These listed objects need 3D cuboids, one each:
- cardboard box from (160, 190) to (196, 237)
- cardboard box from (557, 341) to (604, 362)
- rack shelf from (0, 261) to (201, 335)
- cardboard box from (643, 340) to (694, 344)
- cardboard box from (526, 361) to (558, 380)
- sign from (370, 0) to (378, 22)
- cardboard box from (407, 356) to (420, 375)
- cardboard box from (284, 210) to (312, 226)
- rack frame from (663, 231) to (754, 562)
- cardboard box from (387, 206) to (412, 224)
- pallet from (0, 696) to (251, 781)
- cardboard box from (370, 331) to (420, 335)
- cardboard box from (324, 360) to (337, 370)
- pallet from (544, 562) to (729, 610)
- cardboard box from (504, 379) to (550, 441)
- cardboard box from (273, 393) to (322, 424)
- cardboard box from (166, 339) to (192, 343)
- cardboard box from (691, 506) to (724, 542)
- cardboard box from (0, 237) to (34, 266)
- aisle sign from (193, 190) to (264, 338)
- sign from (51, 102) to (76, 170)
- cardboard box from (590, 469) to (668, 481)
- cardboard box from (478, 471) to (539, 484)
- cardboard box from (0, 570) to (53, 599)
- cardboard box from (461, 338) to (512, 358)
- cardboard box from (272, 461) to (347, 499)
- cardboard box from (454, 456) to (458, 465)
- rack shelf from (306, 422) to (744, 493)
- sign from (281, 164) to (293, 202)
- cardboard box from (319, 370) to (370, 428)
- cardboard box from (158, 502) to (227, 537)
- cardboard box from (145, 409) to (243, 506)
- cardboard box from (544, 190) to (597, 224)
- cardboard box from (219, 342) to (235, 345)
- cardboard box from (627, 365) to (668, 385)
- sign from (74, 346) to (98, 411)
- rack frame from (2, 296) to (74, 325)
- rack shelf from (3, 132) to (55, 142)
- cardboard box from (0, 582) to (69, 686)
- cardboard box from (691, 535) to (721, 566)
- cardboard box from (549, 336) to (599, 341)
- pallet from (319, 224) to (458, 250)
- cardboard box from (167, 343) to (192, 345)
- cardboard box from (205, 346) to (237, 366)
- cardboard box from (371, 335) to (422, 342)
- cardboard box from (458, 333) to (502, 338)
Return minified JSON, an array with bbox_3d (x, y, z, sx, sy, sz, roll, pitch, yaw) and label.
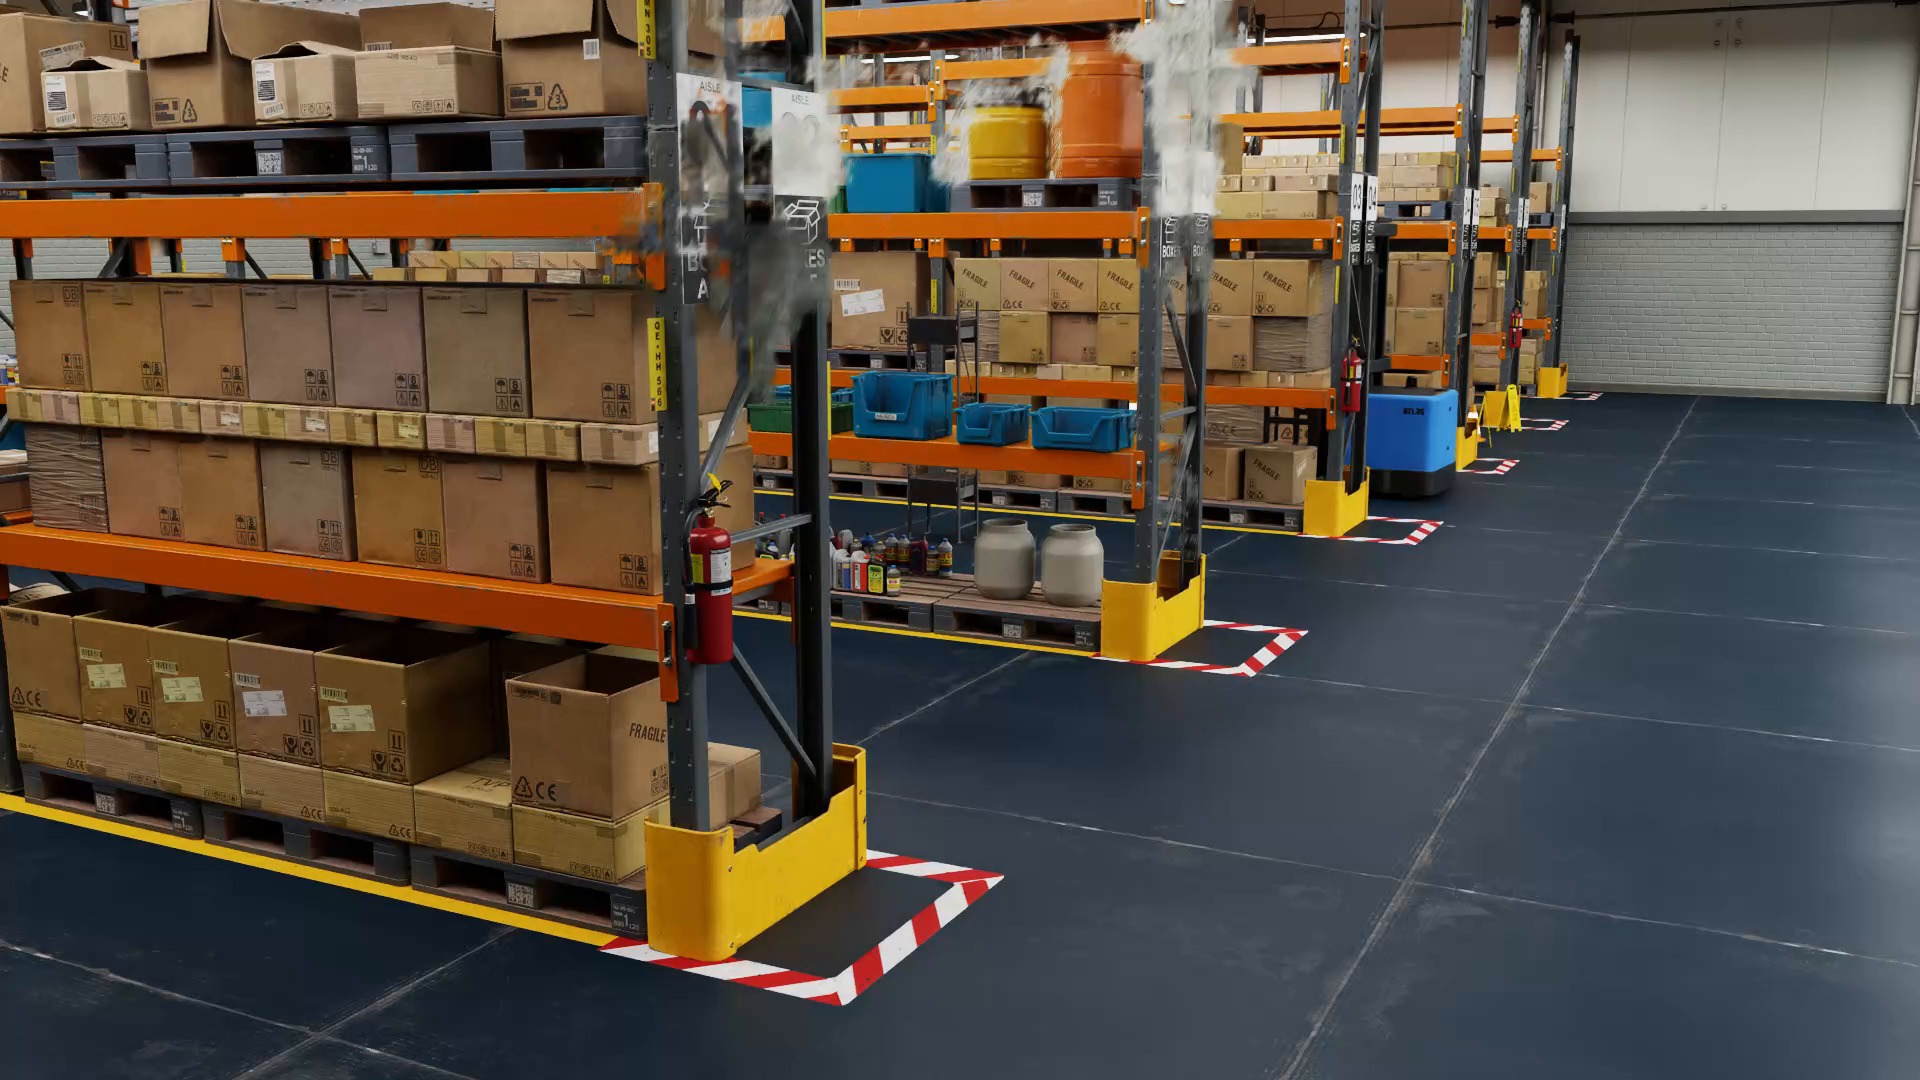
[{"bbox_3d":[7.626,-4.814,24.121,0.500,0.250,0.500,5,11,25],"label":"cardboard box"},{"bbox_3d":[9.065,-4.547,28.550,0.250,0.149,0.380,5,11,26],"label":"cardboard box"},{"bbox_3d":[6.165,-4.462,24.615,4.000,0.370,1.077,5,11,26],"label":"rack shelf"},{"bbox_3d":[9.734,-4.582,28.742,0.250,0.149,0.380,5,12,28],"label":"cardboard box"},{"bbox_3d":[8.791,-4.407,28.611,0.250,0.149,0.380,5,11,24],"label":"cardboard box"},{"bbox_3d":[6.832,-7.867,29.918,0.005,0.325,0.100,5,11,26],"label":"sign"},{"bbox_3d":[7.636,-4.504,29.145,0.250,0.149,0.380,5,11,25],"label":"cardboard box"},{"bbox_3d":[5.890,-5.998,30.323,0.250,0.149,0.380,5,11,26],"label":"cardboard box"},{"bbox_3d":[10.152,-3.976,28.329,0.127,3.000,1.000,5,11,26],"label":"rack frame"},{"bbox_3d":[7.522,-5.755,28.982,0.250,0.149,0.380,5,12,28],"label":"cardboard box"},{"bbox_3d":[7.178,-1.886,24.614,1.213,0.211,1.003,5,11,26],"label":"pallet"},{"bbox_3d":[6.985,-4.829,30.105,0.250,0.149,0.380,5,11,26],"label":"cardboard box"},{"bbox_3d":[6.734,-4.592,29.633,0.250,0.149,0.380,5,11,25],"label":"cardboard box"},{"bbox_3d":[9.447,-2.657,28.874,1.213,0.211,1.003,5,11,26],"label":"pallet"},{"bbox_3d":[8.673,-4.105,28.760,0.500,0.500,0.500,5,11,25],"label":"cardboard box"},{"bbox_3d":[5.997,-4.215,30.073,0.500,0.250,0.500,5,12,27],"label":"cardboard box"},{"bbox_3d":[4.299,-4.907,31.373,0.250,0.149,0.380,5,11,25],"label":"cardboard box"},{"bbox_3d":[9.822,-3.146,28.880,0.500,0.250,0.500,5,12,27],"label":"cardboard box"},{"bbox_3d":[7.277,-4.533,23.691,0.250,0.149,0.380,5,11,26],"label":"cardboard box"},{"bbox_3d":[8.151,-4.507,23.963,0.004,0.787,0.394,5,11,26],"label":"aisle sign"},{"bbox_3d":[7.695,-5.007,23.121,0.005,0.325,0.100,5,11,26],"label":"sign"},{"bbox_3d":[9.355,-3.428,29.038,0.500,0.250,0.500,5,11,26],"label":"cardboard box"},{"bbox_3d":[8.232,-3.427,29.028,0.500,0.250,0.500,5,11,25],"label":"cardboard box"},{"bbox_3d":[6.766,-2.764,24.250,0.250,0.149,0.380,5,12,27],"label":"cardboard box"},{"bbox_3d":[8.141,-4.628,28.993,0.250,0.149,0.380,5,11,26],"label":"cardboard box"},{"bbox_3d":[6.092,-3.369,30.462,0.625,0.625,0.875,6,12,28],"label":"cardboard box"},{"bbox_3d":[7.552,-3.591,29.939,0.500,0.250,0.500,5,11,25],"label":"cardboard box"},{"bbox_3d":[8.358,-3.779,29.264,4.000,0.370,1.077,5,11,26],"label":"rack shelf"},{"bbox_3d":[6.333,-6.089,29.247,0.005,0.325,0.100,5,11,26],"label":"sign"},{"bbox_3d":[6.847,-4.264,29.638,0.500,0.500,0.500,5,11,24],"label":"cardboard box"},{"bbox_3d":[7.746,-3.119,24.301,0.250,0.149,0.380,5,11,26],"label":"cardboard box"},{"bbox_3d":[7.657,-3.460,24.363,0.500,0.500,0.500,5,11,25],"label":"cardboard box"},{"bbox_3d":[9.047,-5.678,28.231,0.258,0.266,0.396,5,11,26],"label":"cardboard box"},{"bbox_3d":[5.224,-4.830,30.948,0.250,0.149,0.380,5,11,25],"label":"cardboard box"},{"bbox_3d":[9.717,-4.327,28.166,0.250,0.149,0.380,5,11,27],"label":"cardboard box"},{"bbox_3d":[7.695,-3.821,23.335,0.005,0.325,0.100,5,11,26],"label":"sign"},{"bbox_3d":[2.977,-4.606,31.813,0.127,3.000,1.000,5,11,26],"label":"rack frame"},{"bbox_3d":[1.184,-7.165,32.249,4.000,0.370,1.077,5,11,26],"label":"rack shelf"},{"bbox_3d":[6.655,-2.468,24.431,0.500,0.500,0.500,6,12,28],"label":"cardboard box"},{"bbox_3d":[9.798,-2.899,28.923,0.500,0.250,0.500,5,11,26],"label":"cardboard box"},{"bbox_3d":[8.828,-4.671,29.232,0.250,0.149,0.380,5,11,24],"label":"cardboard box"},{"bbox_3d":[7.341,-5.660,29.463,1.213,0.211,1.003,5,11,26],"label":"pallet"},{"bbox_3d":[4.571,-4.797,30.767,0.250,0.149,0.380,5,11,26],"label":"cardboard box"},{"bbox_3d":[5.430,-4.696,30.204,0.250,0.149,0.380,5,11,24],"label":"cardboard box"},{"bbox_3d":[7.226,-4.709,29.440,0.250,0.149,0.380,5,11,25],"label":"cardboard box"},{"bbox_3d":[7.910,-4.750,29.672,0.250,0.149,0.380,5,11,25],"label":"cardboard box"}]
